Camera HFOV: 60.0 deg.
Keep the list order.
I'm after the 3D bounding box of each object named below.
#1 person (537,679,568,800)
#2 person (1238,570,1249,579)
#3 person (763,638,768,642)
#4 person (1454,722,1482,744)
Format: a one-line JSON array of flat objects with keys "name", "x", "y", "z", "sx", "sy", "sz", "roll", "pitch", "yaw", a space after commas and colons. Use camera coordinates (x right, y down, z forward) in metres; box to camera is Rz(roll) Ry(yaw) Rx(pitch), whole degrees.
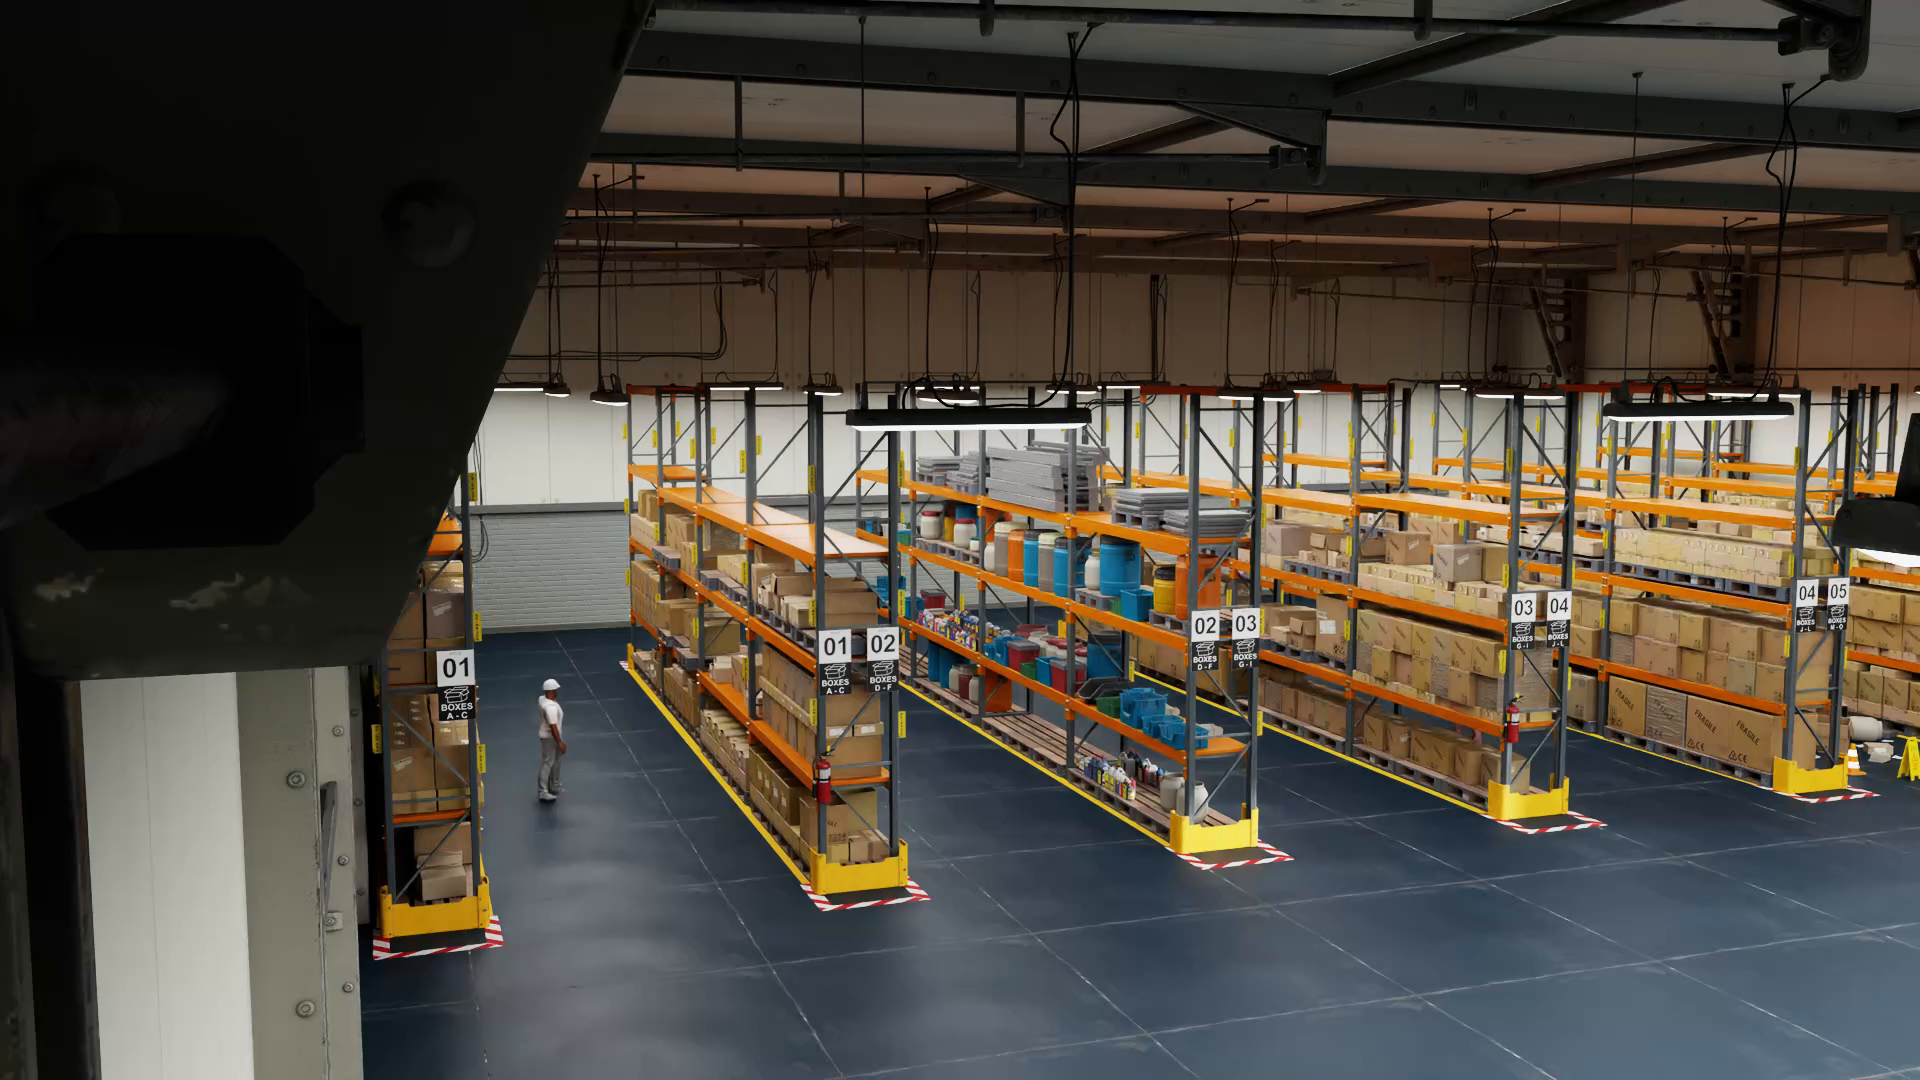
[{"name": "person", "x": -6.027, "y": 2.940, "z": 24.567, "sx": 0.457, "sy": 1.815, "sz": 0.670, "roll": -1, "pitch": 6, "yaw": -11}, {"name": "person", "x": 7.115, "y": 1.228, "z": 41.772, "sx": 0.630, "sy": 1.567, "sz": 0.450, "roll": -3, "pitch": 6, "yaw": -24}, {"name": "person", "x": -4.136, "y": 1.748, "z": 36.226, "sx": 0.396, "sy": 1.749, "sz": 0.568, "roll": 2, "pitch": 6, "yaw": 16}, {"name": "person", "x": 8.355, "y": 2.662, "z": 27.442, "sx": 0.530, "sy": 1.674, "sz": 0.386, "roll": 5, "pitch": 8, "yaw": 40}]
